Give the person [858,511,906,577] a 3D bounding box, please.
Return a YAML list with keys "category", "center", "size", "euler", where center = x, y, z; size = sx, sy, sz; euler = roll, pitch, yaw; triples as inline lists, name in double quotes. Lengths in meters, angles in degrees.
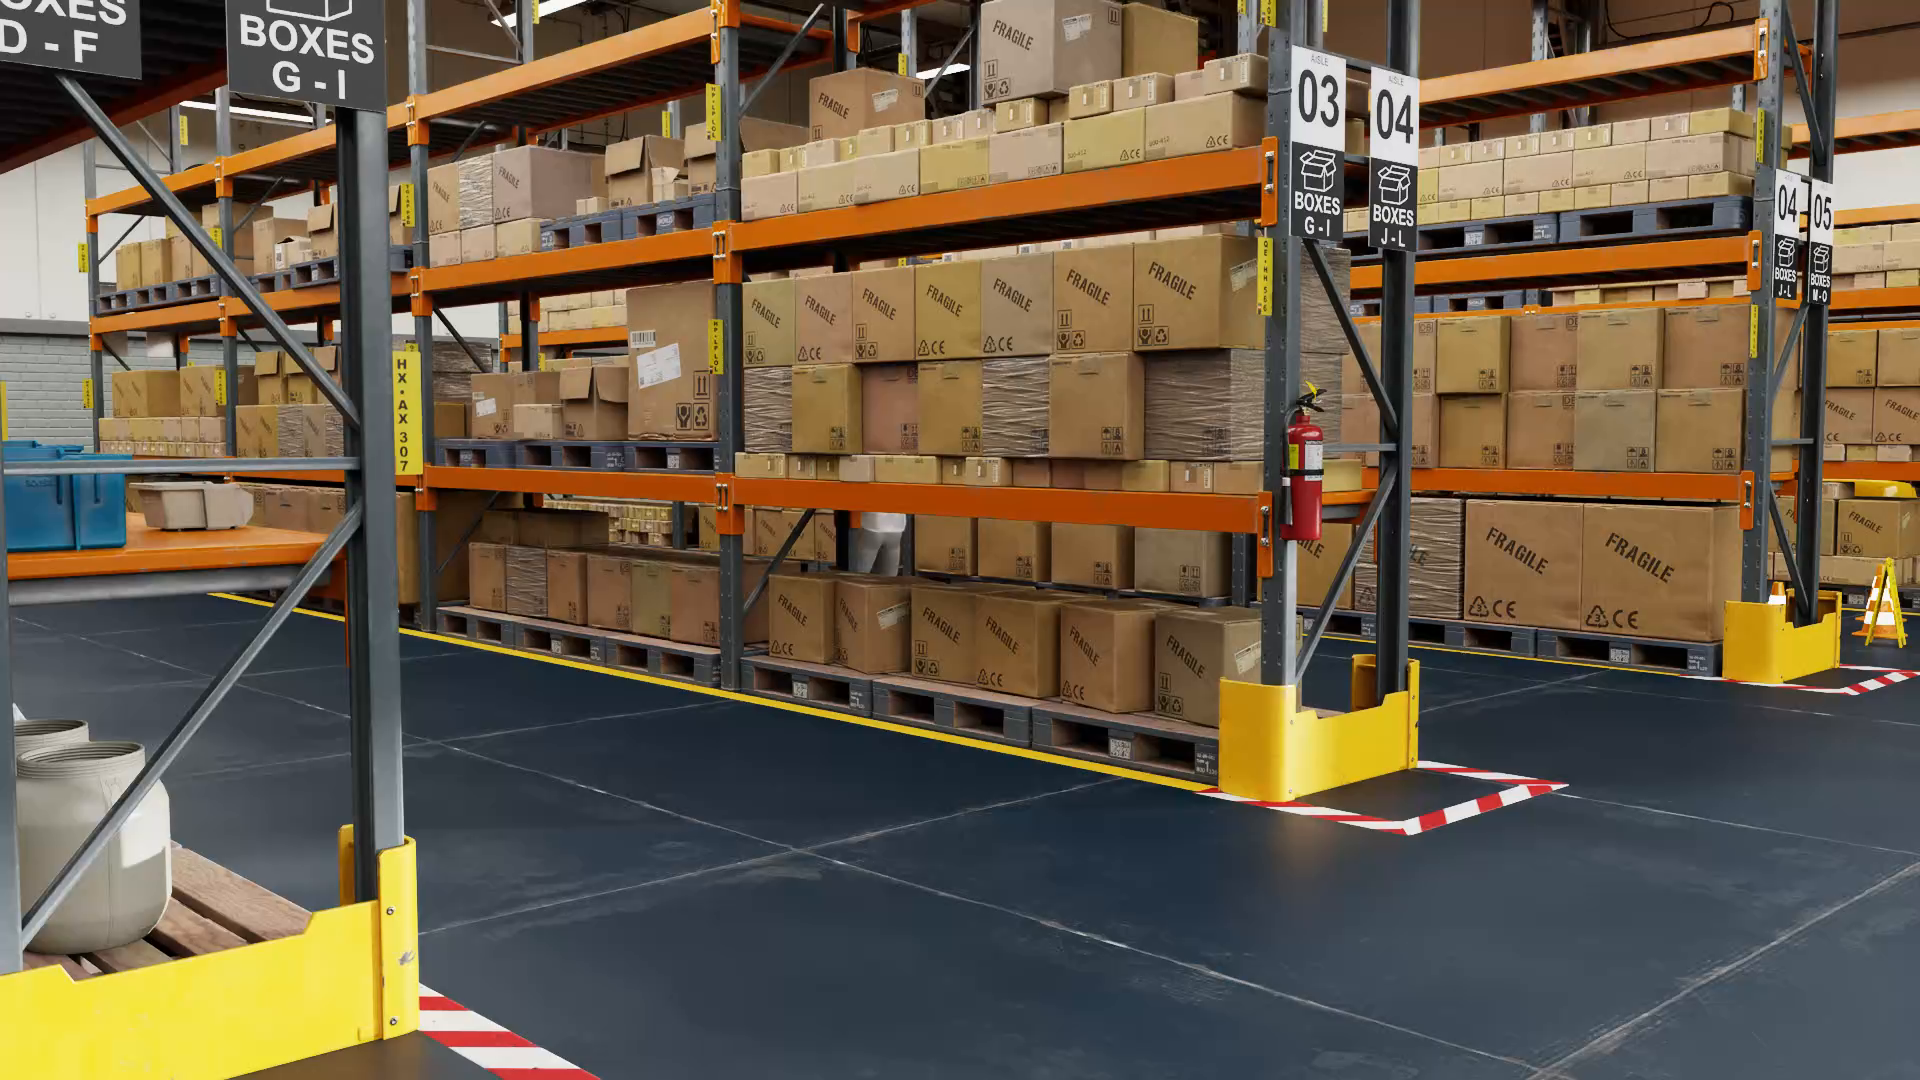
- category: "person"
  center: [-0.625, -0.084, 11.955]
  size: [0.585, 1.747, 0.439]
  euler: [-4, 5, -44]
